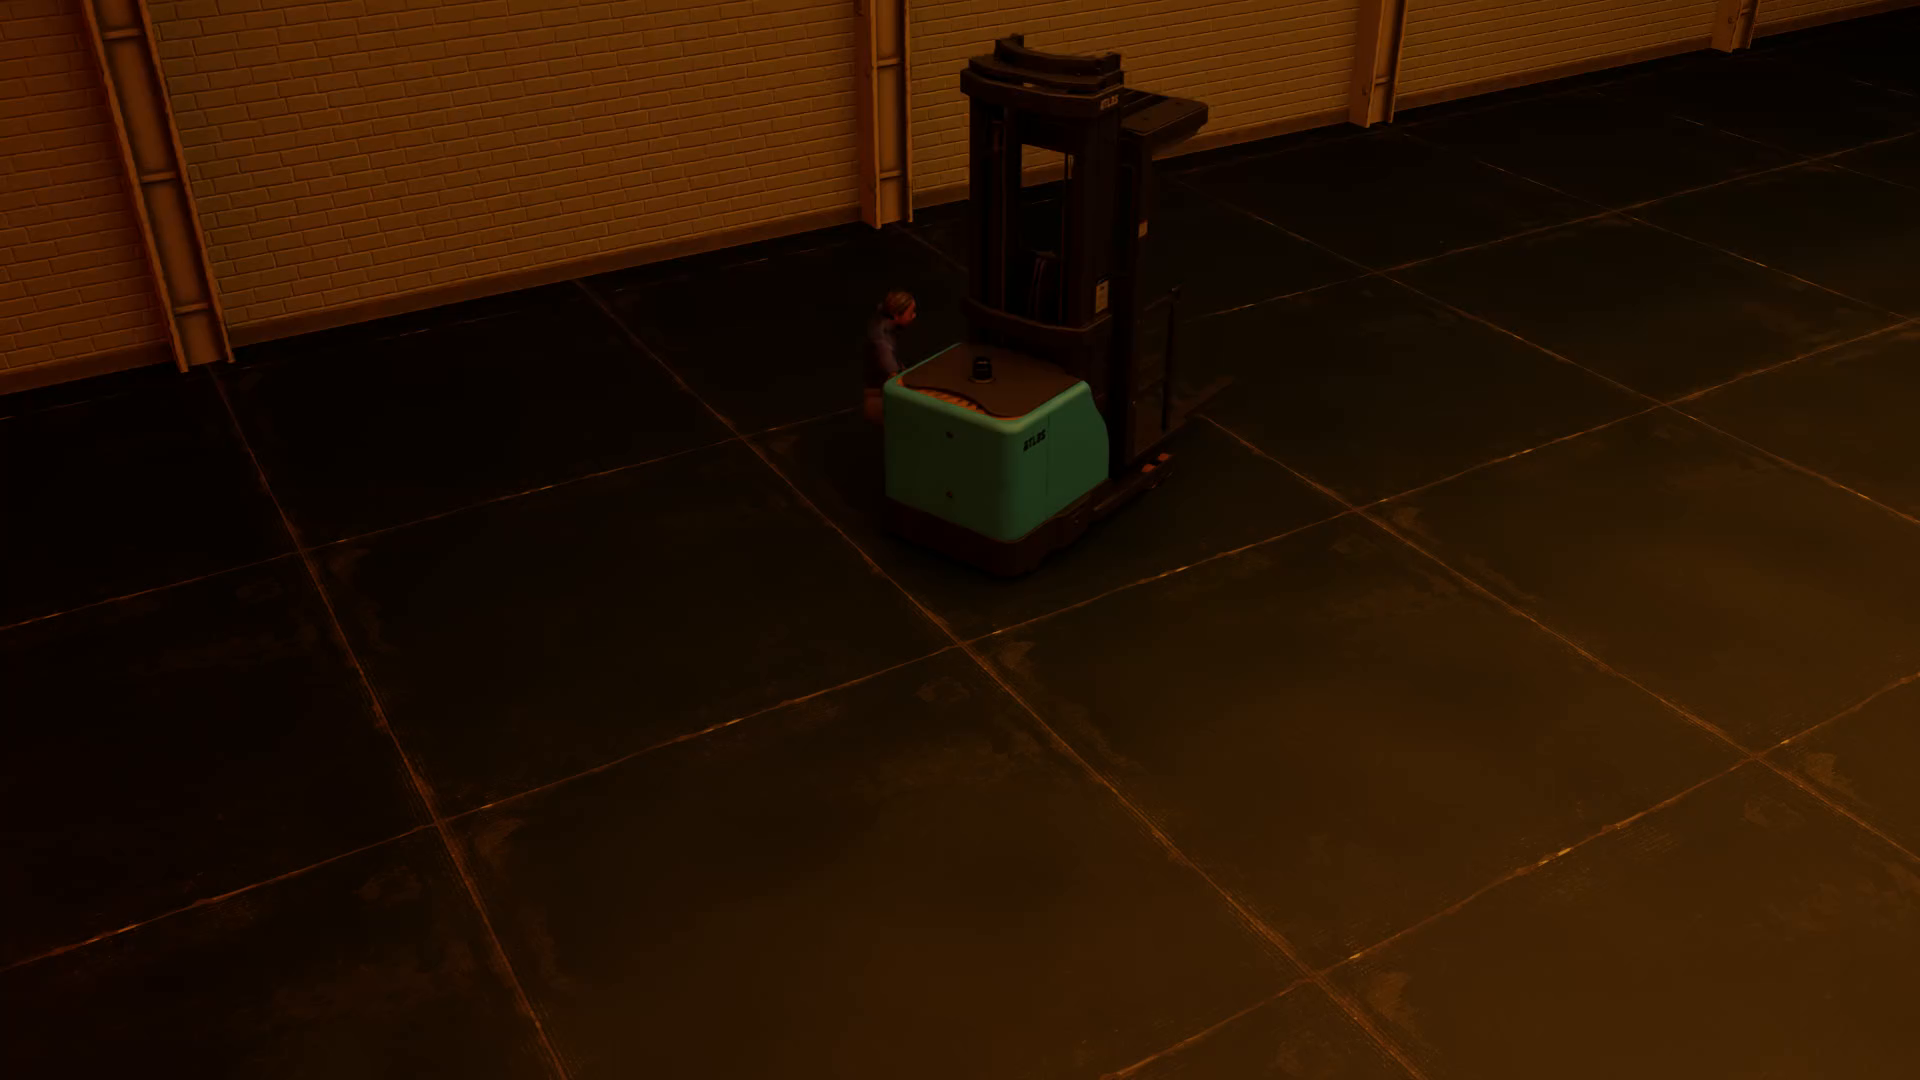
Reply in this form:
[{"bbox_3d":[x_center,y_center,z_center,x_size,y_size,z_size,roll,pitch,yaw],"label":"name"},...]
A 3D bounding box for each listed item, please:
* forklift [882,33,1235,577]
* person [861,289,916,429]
[{"bbox_3d":[0.810,-1.734,10.543,1.130,2.935,3.031,21,37,31],"label":"forklift"},{"bbox_3d":[-0.240,-0.919,10.676,0.801,1.450,0.720,-2,31,-3],"label":"person"}]
